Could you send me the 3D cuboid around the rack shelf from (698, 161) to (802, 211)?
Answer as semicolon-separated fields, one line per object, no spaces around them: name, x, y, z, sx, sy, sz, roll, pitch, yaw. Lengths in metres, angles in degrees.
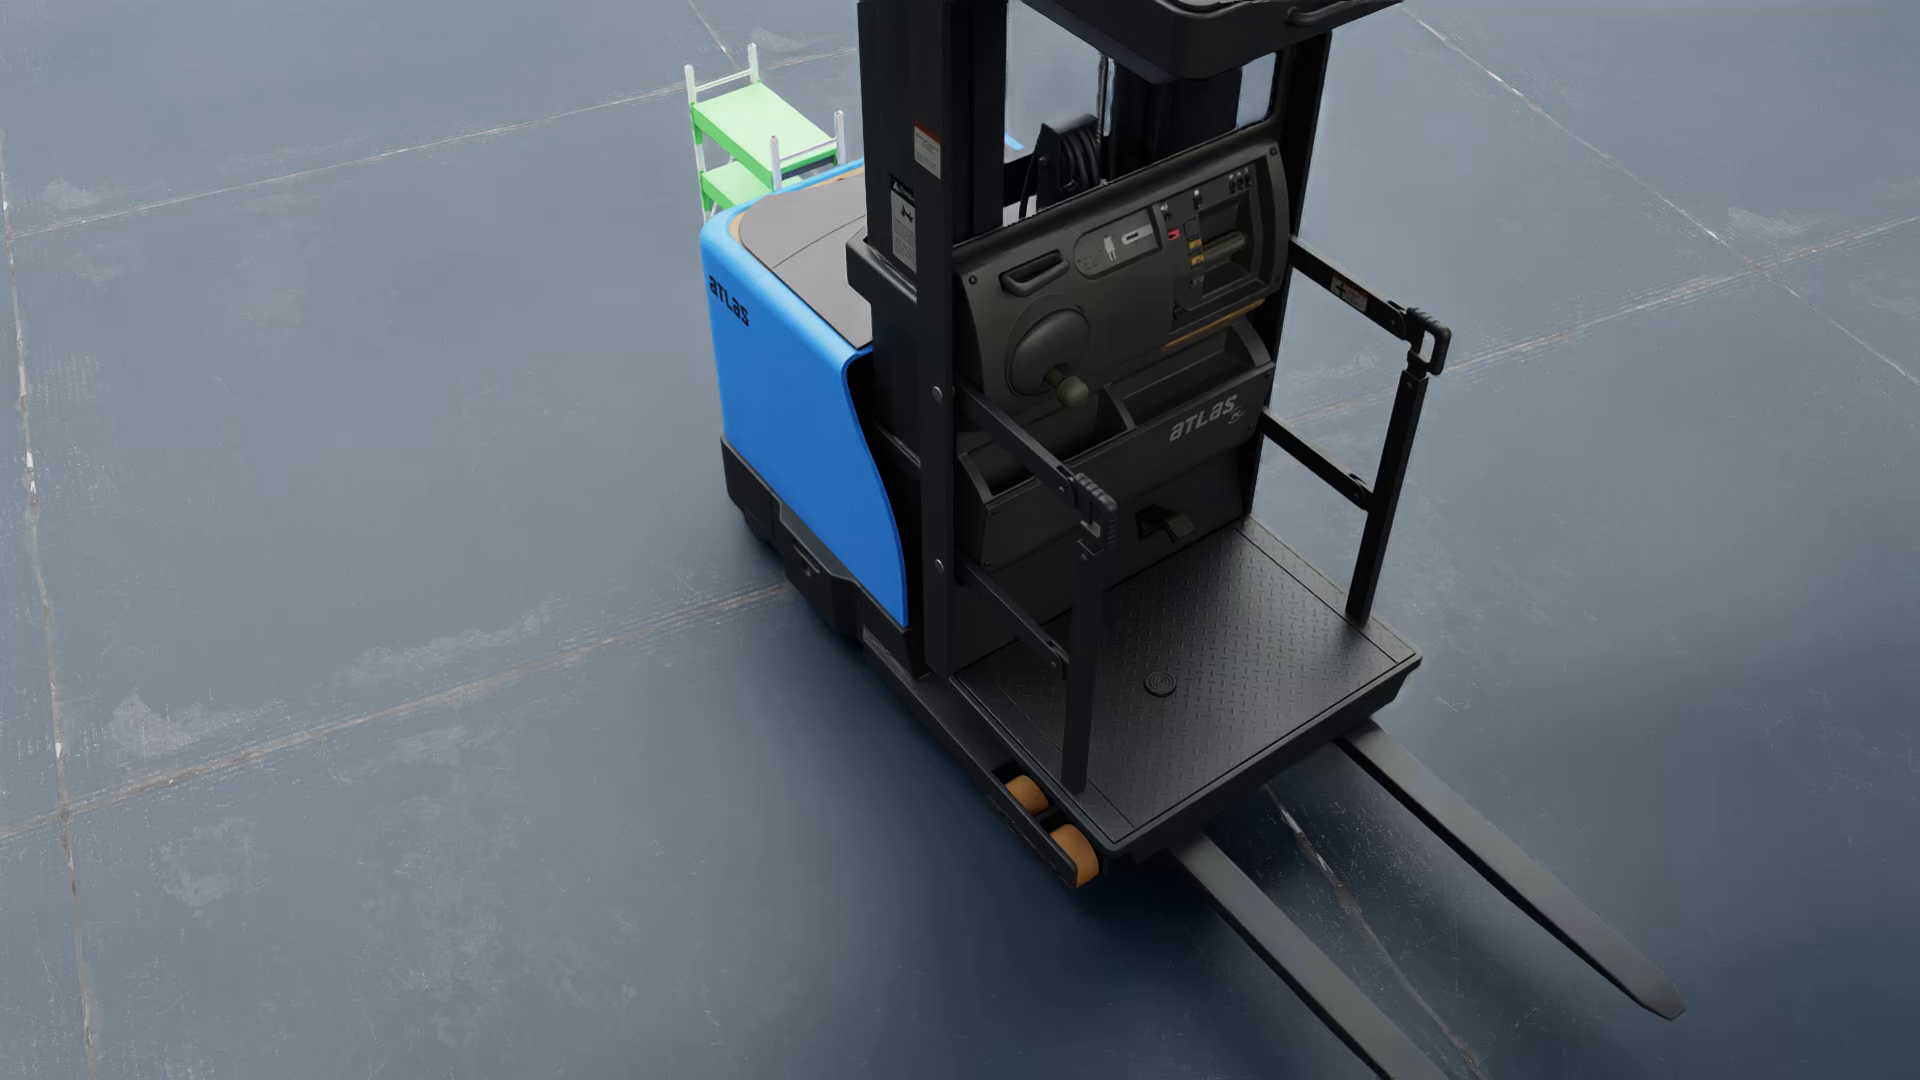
rack shelf;-0.581;-1.022;5.181;0.258;0.148;0.480;-27;51;-25

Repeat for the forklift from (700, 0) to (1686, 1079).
forklift;0.525;-0.532;3.702;1.130;2.935;3.031;-27;51;-25

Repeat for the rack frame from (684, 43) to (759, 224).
rack frame;-0.724;-1.036;5.446;0.240;1.200;0.015;-27;51;-25

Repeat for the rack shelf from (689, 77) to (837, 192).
rack shelf;-0.581;-1.193;5.013;0.258;0.148;0.480;-27;51;-25

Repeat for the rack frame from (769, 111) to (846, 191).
rack frame;-0.439;-0.758;5.164;0.240;1.200;0.015;-27;51;-25

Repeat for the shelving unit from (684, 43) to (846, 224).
shelving unit;-0.581;-0.897;5.305;0.258;1.200;0.503;-27;51;-25
